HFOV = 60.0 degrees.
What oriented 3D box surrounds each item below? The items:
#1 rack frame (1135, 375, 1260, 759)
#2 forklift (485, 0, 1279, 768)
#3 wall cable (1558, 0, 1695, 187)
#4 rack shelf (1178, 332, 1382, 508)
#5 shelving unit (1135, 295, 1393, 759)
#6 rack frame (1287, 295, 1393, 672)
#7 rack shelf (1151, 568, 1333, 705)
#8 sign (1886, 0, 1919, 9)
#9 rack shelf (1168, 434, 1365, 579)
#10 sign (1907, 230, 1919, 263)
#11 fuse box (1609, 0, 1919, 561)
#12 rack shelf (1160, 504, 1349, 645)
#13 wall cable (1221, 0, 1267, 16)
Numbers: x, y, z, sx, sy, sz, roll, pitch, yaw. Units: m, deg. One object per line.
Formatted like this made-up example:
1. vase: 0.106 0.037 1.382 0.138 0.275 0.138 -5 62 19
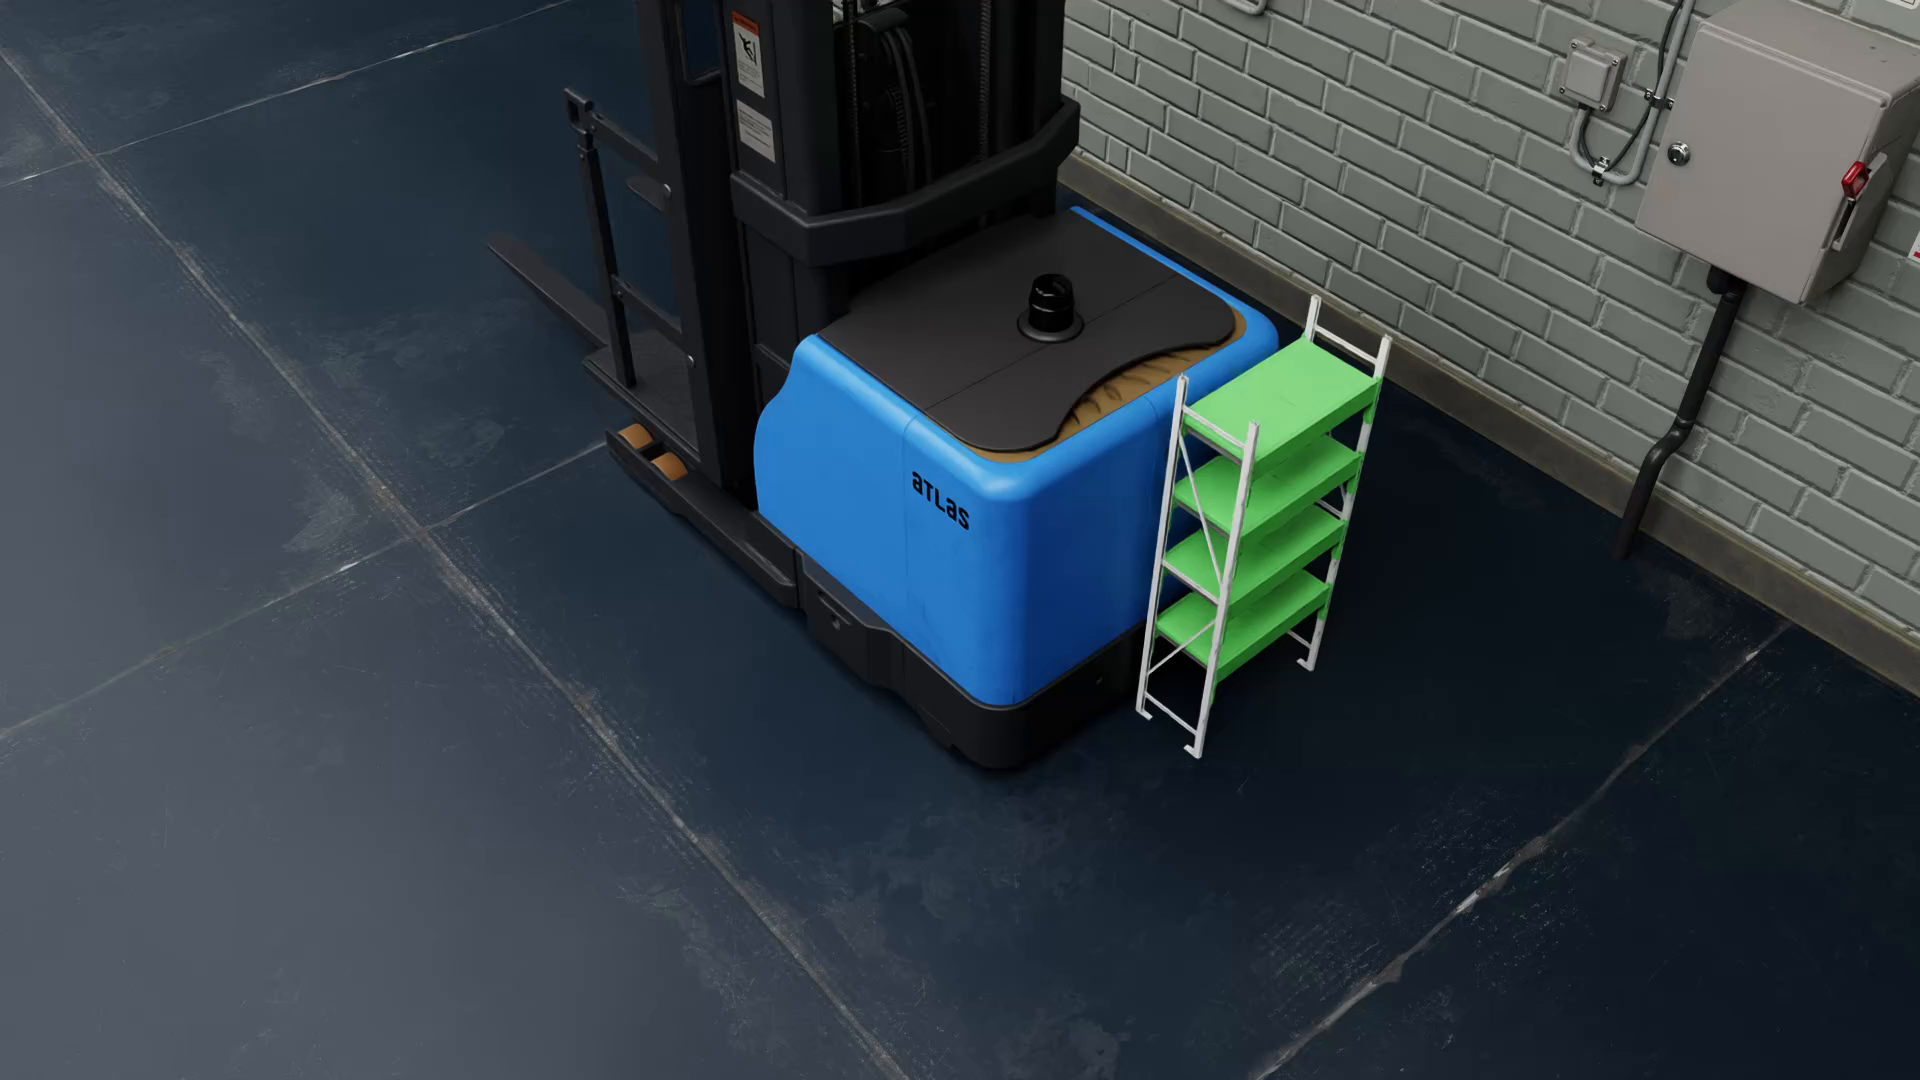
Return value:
1. rack frame: 0.591 0.110 4.253 0.015 1.200 0.240 -32 53 -29
2. forklift: -0.503 -1.386 4.585 1.130 2.935 3.031 -31 51 -29
3. wall cable: 1.739 -1.819 4.253 0.122 1.984 0.588 -30 51 -28
4. rack shelf: 0.776 -0.302 4.084 0.480 0.148 0.258 -32 53 -29
5. shelving unit: 0.772 -0.002 4.372 0.503 1.200 0.258 -32 53 -29
6. rack frame: 0.953 -0.114 4.491 0.015 1.200 0.240 -32 53 -29
7. rack shelf: 0.769 0.217 4.583 0.480 0.148 0.258 -32 53 -29
8. sign: 2.179 -1.442 3.991 0.001 0.242 0.339 -30 51 -28
9. rack shelf: 0.774 -0.129 4.250 0.480 0.148 0.258 -32 53 -29
10. sign: 2.532 -0.818 3.999 0.001 0.494 0.329 -30 51 -28
11. fuse box: 2.056 -0.551 4.587 0.414 1.711 0.539 -30 51 -28
12. rack shelf: 0.771 0.044 4.417 0.480 0.148 0.258 -32 53 -29
13. wall cable: 0.820 -2.570 5.030 0.123 1.953 0.585 -30 51 -28
